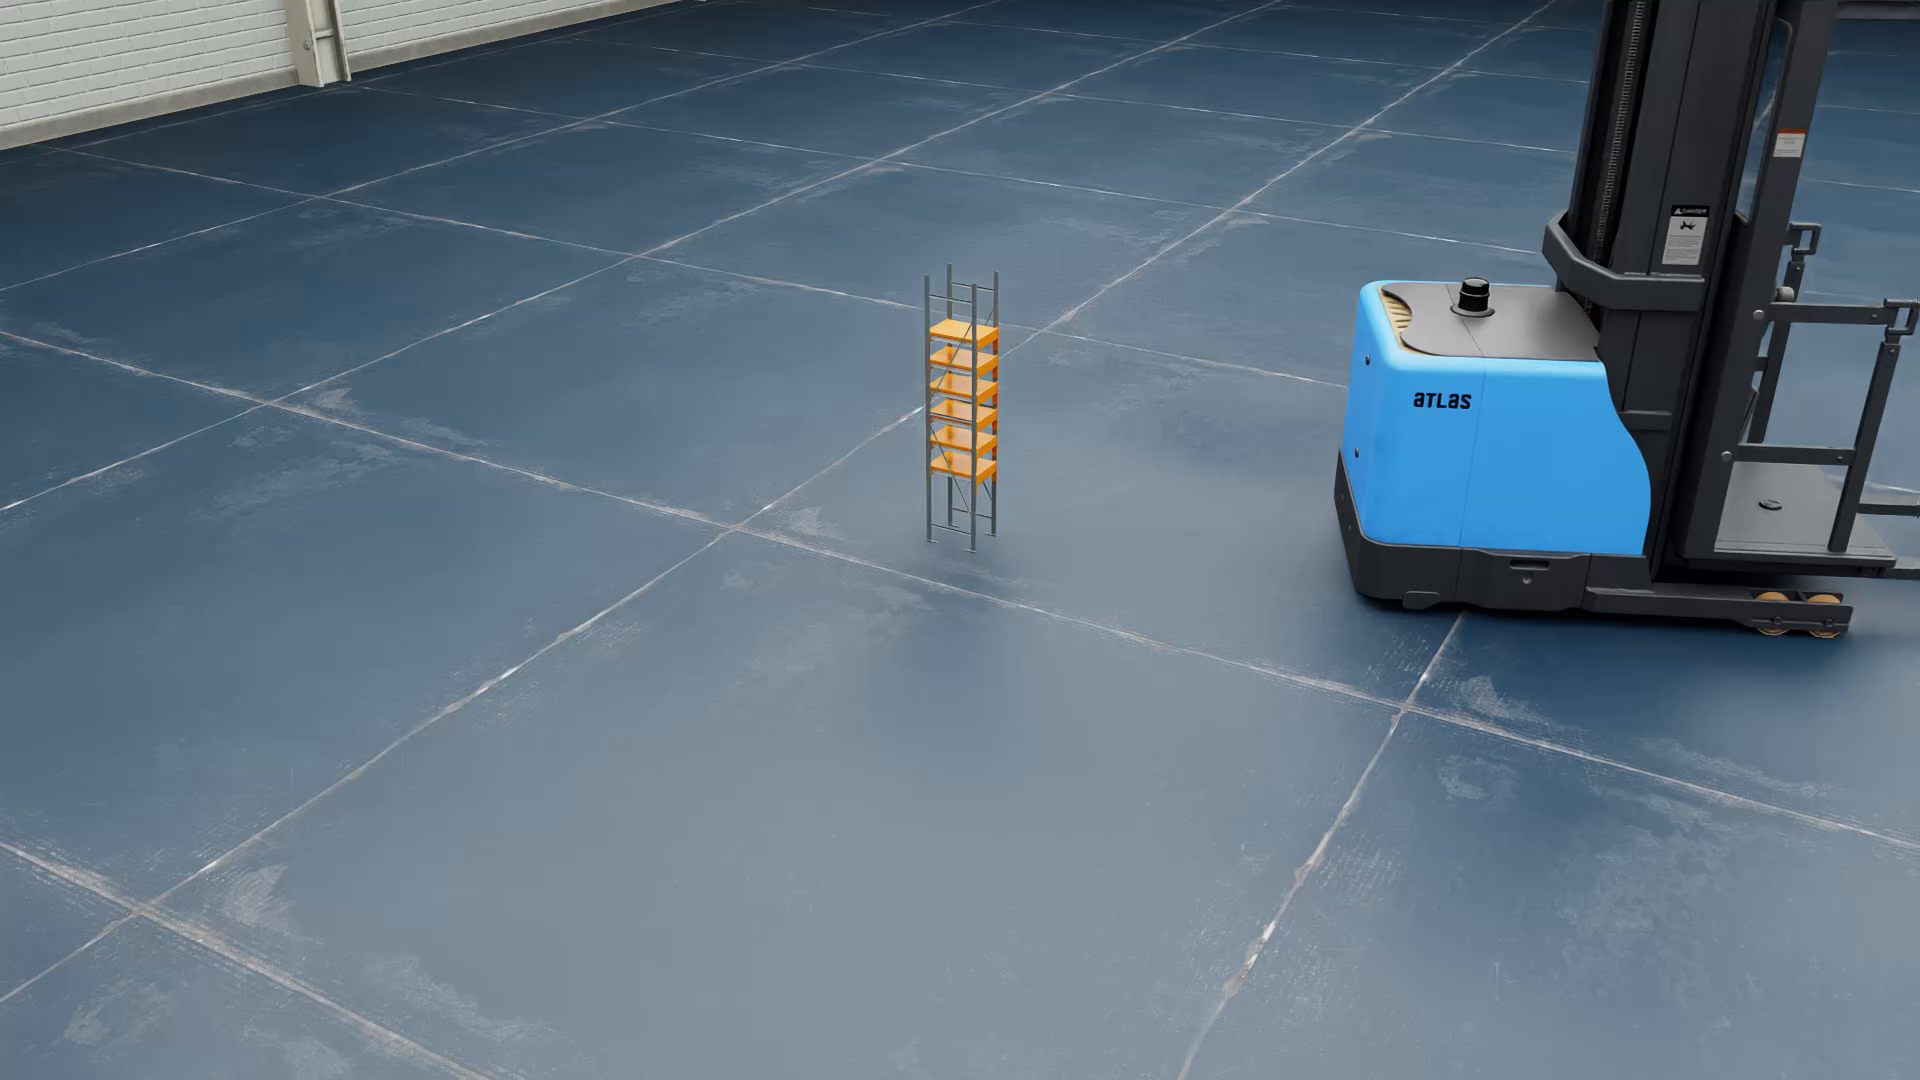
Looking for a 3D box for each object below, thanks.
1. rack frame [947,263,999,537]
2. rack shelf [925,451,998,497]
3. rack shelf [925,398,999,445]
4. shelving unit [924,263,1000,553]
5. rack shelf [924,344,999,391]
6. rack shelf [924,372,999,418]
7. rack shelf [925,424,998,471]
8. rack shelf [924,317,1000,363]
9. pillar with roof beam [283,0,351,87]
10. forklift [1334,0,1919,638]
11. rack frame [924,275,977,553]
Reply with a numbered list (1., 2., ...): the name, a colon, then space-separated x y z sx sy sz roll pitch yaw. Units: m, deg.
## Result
1. rack frame: 0.052 -0.578 7.064 0.240 1.200 0.006 14 30 26
2. rack shelf: 0.007 -0.288 7.120 0.258 0.103 0.180 14 30 26
3. rack shelf: 0.007 -0.502 7.013 0.258 0.103 0.180 14 30 26
4. shelving unit: 0.007 -0.542 6.993 0.258 1.200 0.189 14 30 26
5. rack shelf: 0.007 -0.717 6.905 0.258 0.103 0.180 14 30 26
6. rack shelf: 0.007 -0.610 6.959 0.258 0.103 0.180 14 30 26
7. rack shelf: 0.007 -0.395 7.066 0.258 0.103 0.180 14 30 26
8. rack shelf: 0.007 -0.824 6.851 0.258 0.103 0.180 14 30 26
9. pillar with roof beam: -2.410 -7.515 12.210 9.100 9.000 0.400 14 30 26
10. forklift: 3.142 -1.180 6.332 3.031 2.935 1.130 3 27 5
11. rack frame: -0.038 -0.507 6.921 0.240 1.200 0.006 14 30 26
